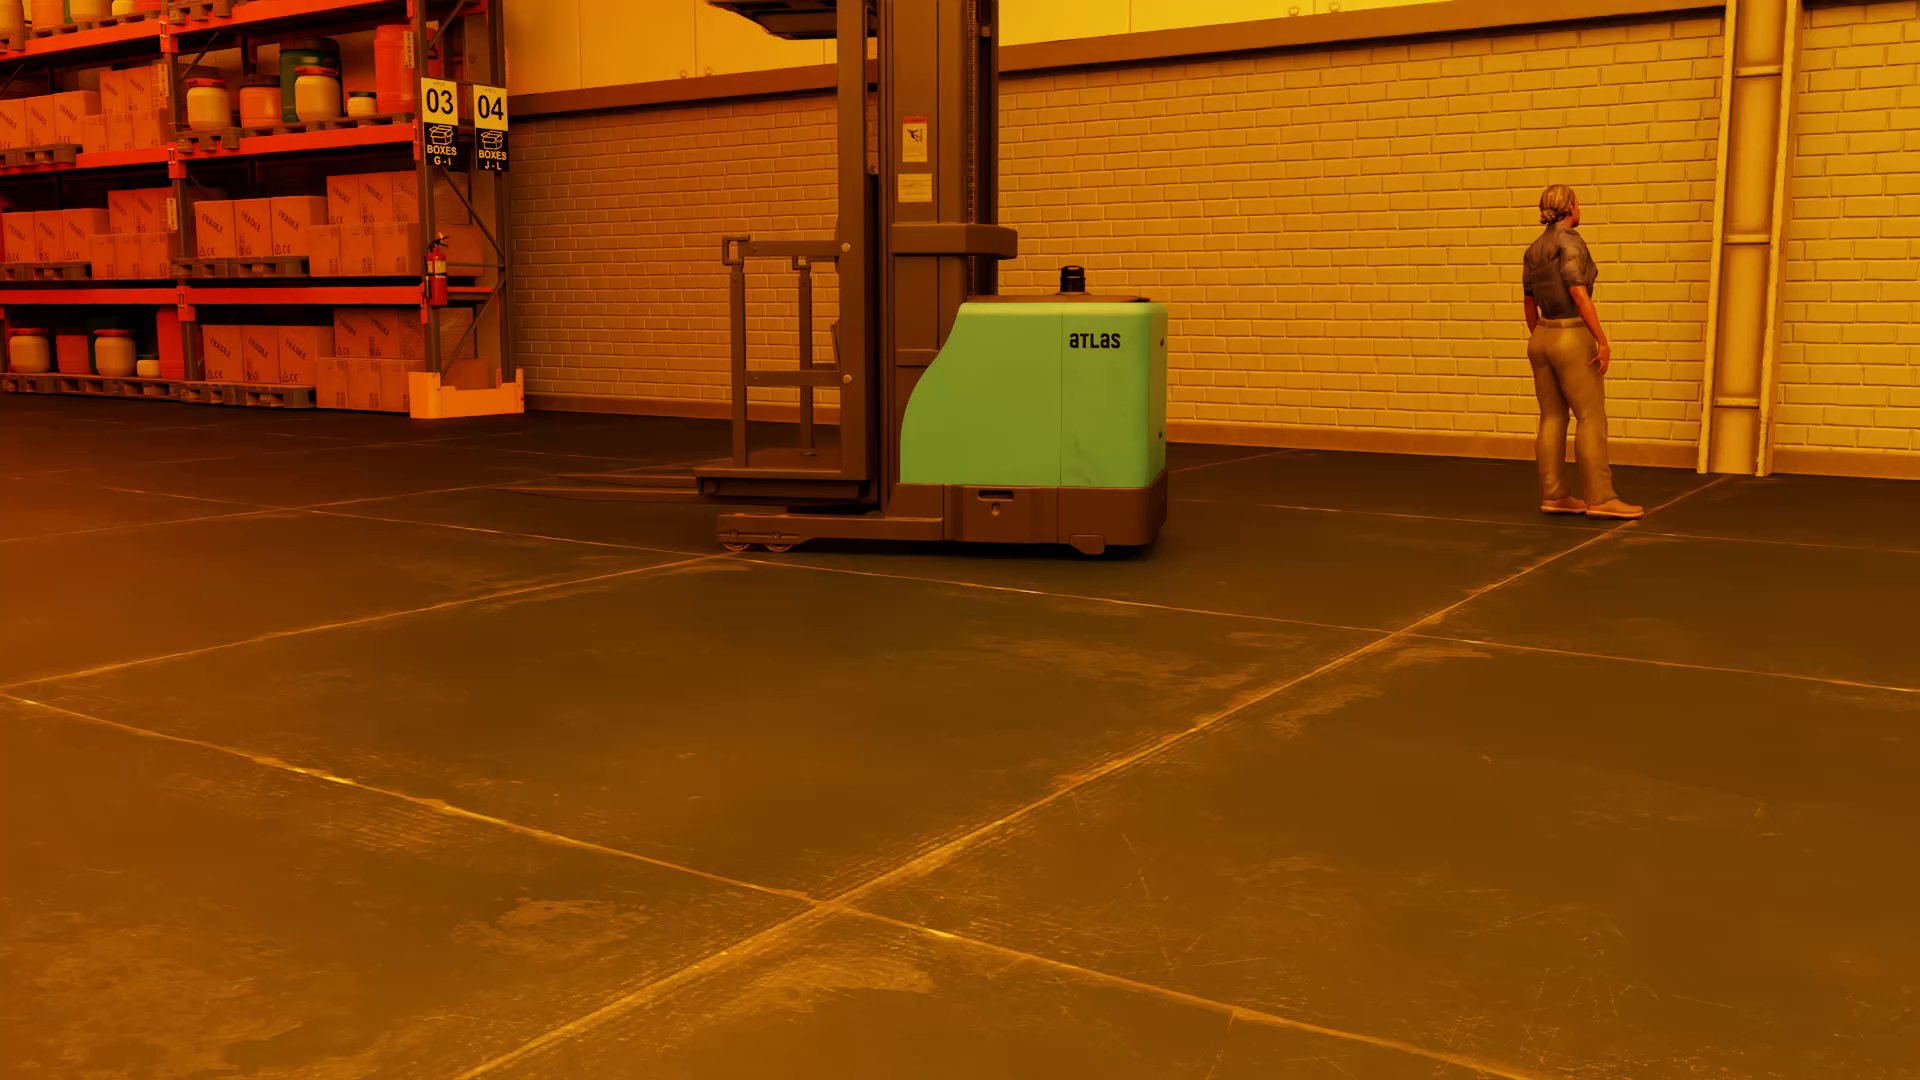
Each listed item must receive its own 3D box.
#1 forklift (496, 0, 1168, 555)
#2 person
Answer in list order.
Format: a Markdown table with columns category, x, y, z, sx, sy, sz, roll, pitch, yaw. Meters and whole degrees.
| category | x | y | z | sx | sy | sz | roll | pitch | yaw |
| --- | --- | --- | --- | --- | --- | --- | --- | --- | --- |
| forklift | -0.596 | -1.469 | 7.520 | 3.031 | 2.935 | 1.130 | 2 | 8 | 12 |
| person | 3.129 | -0.955 | 8.397 | 0.504 | 1.654 | 0.569 | -2 | 8 | -15 |
